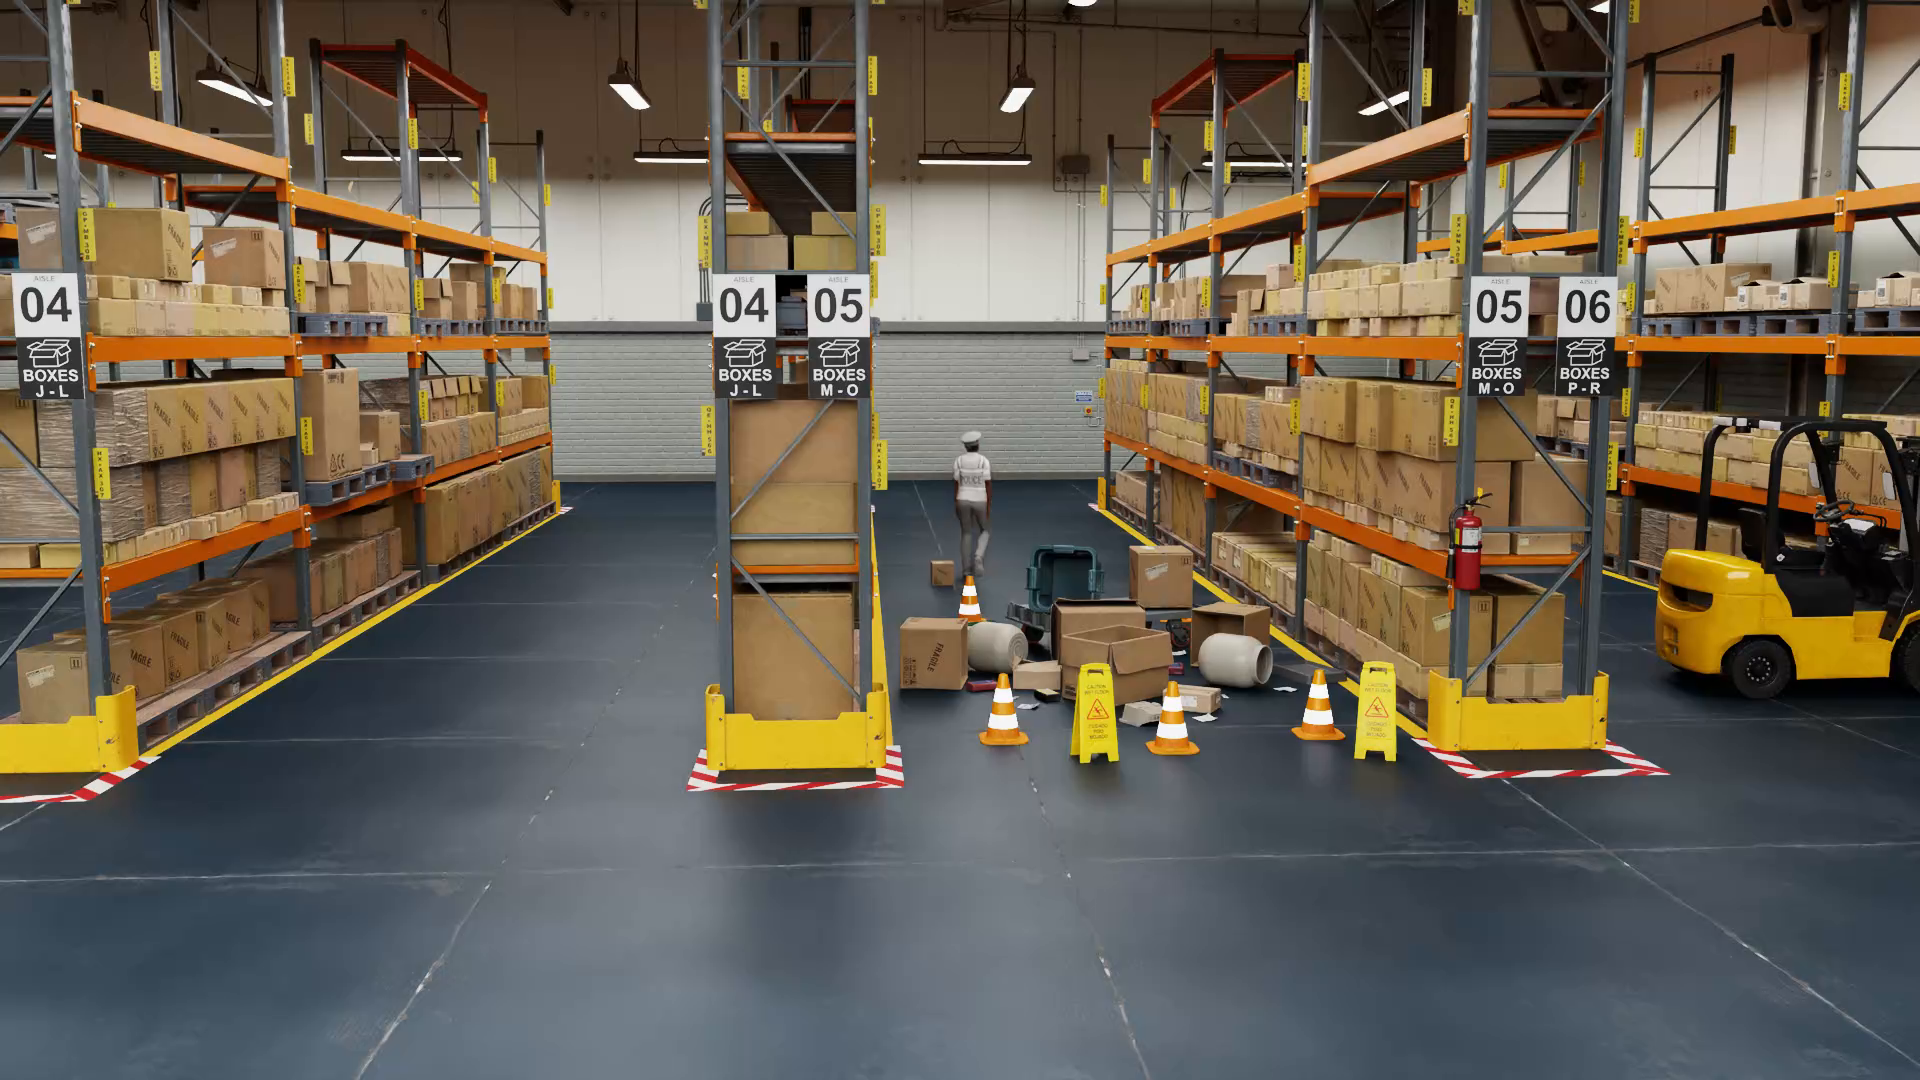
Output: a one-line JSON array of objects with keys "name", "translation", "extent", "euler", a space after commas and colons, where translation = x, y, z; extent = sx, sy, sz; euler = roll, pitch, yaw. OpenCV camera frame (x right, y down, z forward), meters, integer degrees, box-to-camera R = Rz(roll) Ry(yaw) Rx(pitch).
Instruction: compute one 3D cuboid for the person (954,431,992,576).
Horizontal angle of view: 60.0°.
[{"name": "person", "translation": [0.160, -0.426, 19.492], "extent": [0.453, 1.698, 0.437], "euler": [1, 7, 8]}]
